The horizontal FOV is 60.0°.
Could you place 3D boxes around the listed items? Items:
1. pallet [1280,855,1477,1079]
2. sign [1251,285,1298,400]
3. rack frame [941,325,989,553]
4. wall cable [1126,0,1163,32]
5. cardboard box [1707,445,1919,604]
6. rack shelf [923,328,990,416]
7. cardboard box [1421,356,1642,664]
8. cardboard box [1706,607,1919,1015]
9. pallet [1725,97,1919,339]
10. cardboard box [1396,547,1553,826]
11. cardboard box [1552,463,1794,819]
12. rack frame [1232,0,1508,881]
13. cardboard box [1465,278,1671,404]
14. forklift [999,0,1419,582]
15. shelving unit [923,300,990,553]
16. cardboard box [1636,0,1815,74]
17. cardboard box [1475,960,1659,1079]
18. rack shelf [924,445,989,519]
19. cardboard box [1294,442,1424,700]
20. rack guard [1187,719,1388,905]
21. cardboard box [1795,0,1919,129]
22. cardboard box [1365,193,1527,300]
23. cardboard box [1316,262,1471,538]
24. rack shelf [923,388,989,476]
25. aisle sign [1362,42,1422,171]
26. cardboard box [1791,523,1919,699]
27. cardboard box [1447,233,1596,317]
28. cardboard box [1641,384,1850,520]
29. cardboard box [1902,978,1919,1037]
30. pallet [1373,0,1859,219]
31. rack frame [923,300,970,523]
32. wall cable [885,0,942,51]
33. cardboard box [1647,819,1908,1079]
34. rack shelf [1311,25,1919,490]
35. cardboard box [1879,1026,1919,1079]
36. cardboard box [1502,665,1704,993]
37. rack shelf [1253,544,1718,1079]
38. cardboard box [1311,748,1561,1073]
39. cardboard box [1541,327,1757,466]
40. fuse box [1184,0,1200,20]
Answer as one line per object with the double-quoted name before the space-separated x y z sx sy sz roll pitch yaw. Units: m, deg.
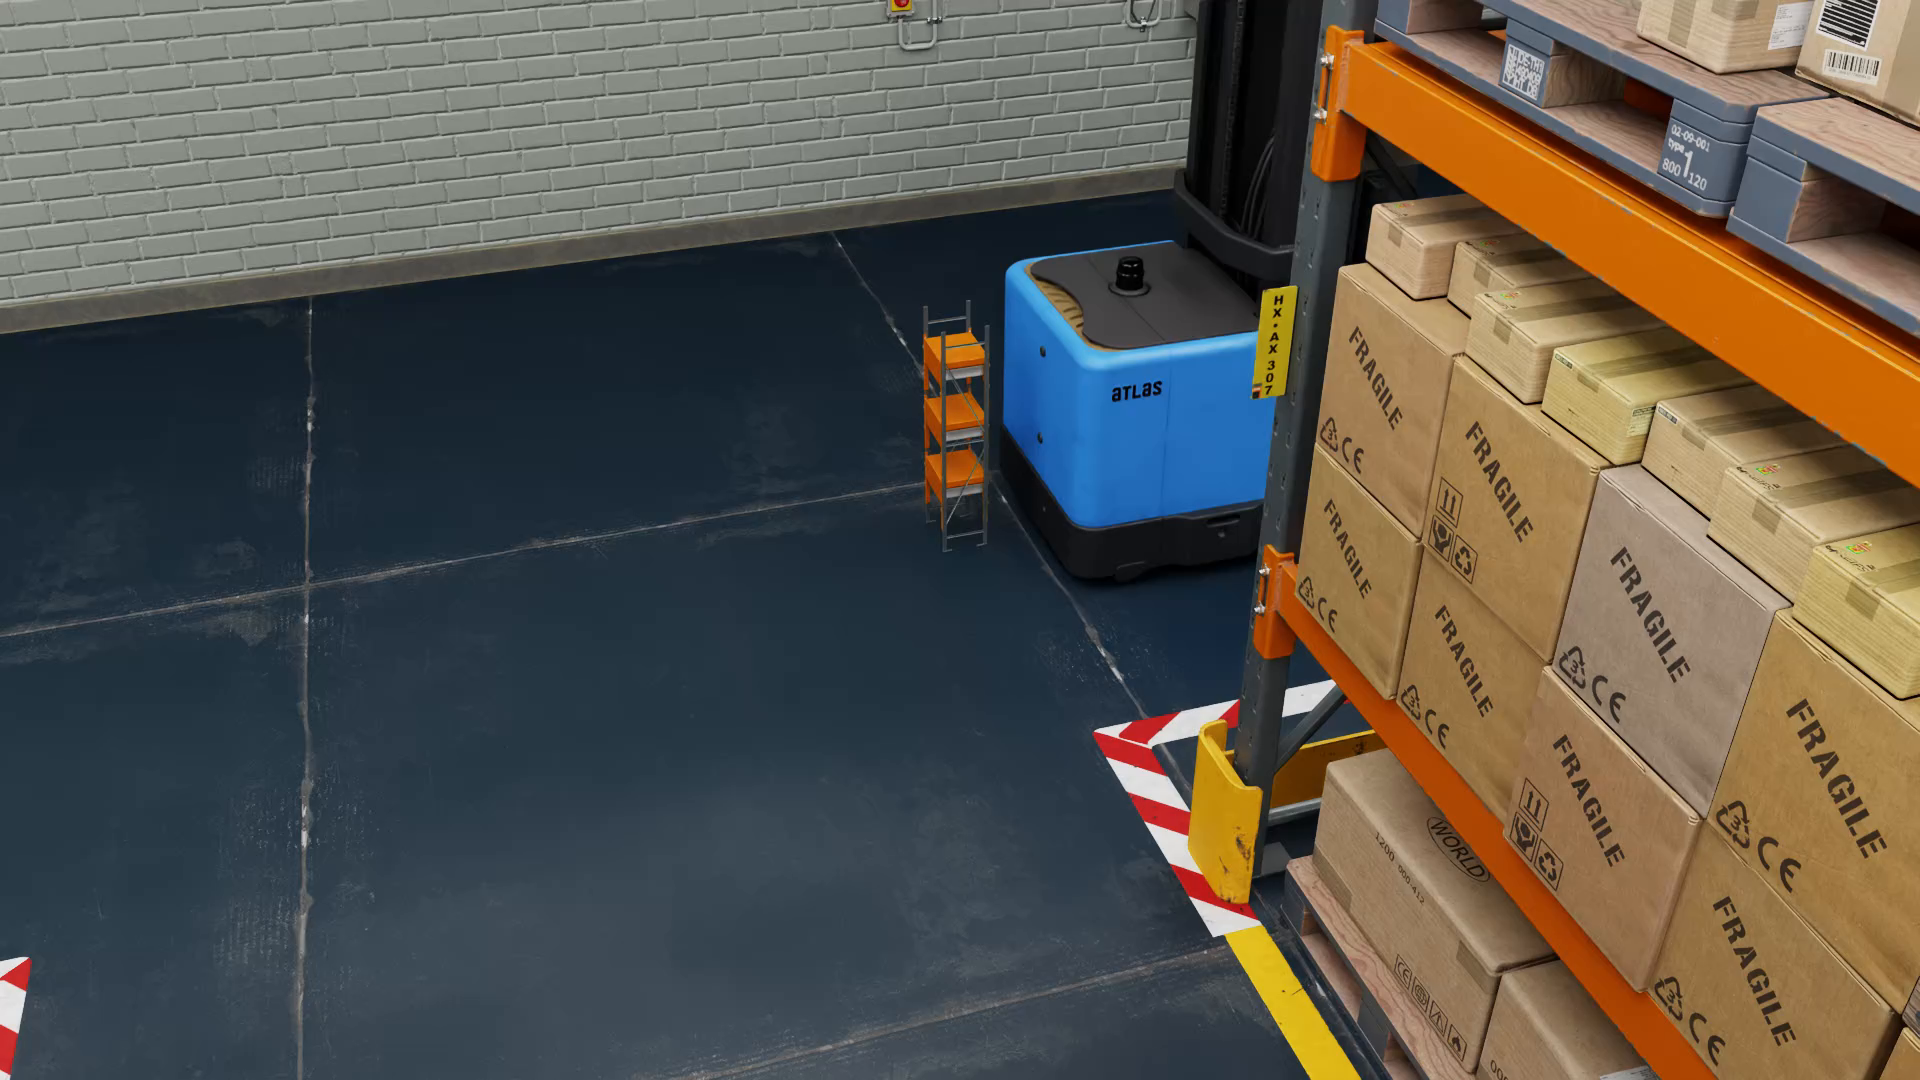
"pallet" 1.693 1.346 5.022 1.003 0.211 1.213 -10 35 -15
"sign" 0.844 -0.528 4.471 0.100 0.325 0.005 -10 35 -15
"rack frame" 0.021 -0.402 6.906 0.200 1.050 0.008 -10 35 -15
"wall cable" 0.980 -3.849 9.433 0.588 1.984 0.122 -10 35 -15
"cardboard box" 1.601 -0.037 2.999 0.380 0.149 0.250 -10 35 -14
"rack shelf" -0.016 -0.694 6.852 0.215 0.259 0.240 -10 35 -15
"cardboard box" 1.414 -0.113 3.703 0.500 0.500 0.500 -11 35 -16
"cardboard box" 1.732 0.418 2.899 0.500 0.500 0.500 -10 35 -15
"pallet" 1.987 -0.409 2.508 1.003 0.211 1.213 -10 35 -15
"cardboard box" 1.429 0.295 3.992 0.500 0.500 0.500 -10 35 -15
"cardboard box" 1.579 0.156 3.296 0.500 0.500 0.500 -10 35 -15
"rack frame" 1.375 -0.224 4.868 1.000 3.000 0.127 -10 35 -15
"cardboard box" 1.337 -0.439 3.608 0.380 0.149 0.250 -9 34 -13
"forklift" 1.755 -1.517 6.888 3.031 2.935 1.130 -10 35 -15
"shelving unit" -0.016 -0.466 7.003 0.215 1.050 0.252 -10 35 -15
"cardboard box" 1.488 -0.978 3.044 0.380 0.149 0.250 -9 34 -13
"cardboard box" 1.959 1.478 4.235 0.875 0.438 0.875 -9 35 -13
"rack shelf" -0.016 -0.225 7.162 0.215 0.259 0.240 -10 35 -15
"cardboard box" 1.248 0.034 4.386 0.500 0.500 0.500 -10 35 -15
"rack guard" 1.367 0.806 5.577 1.175 0.500 0.348 -10 35 -15
"cardboard box" 1.784 -0.861 2.721 0.500 0.311 0.500 -9 35 -14
"cardboard box" 1.219 -0.721 4.034 0.380 0.149 0.250 -9 35 -14
"cardboard box" 1.250 -0.383 4.111 0.500 0.500 0.500 -11 35 -16
"rack shelf" -0.016 -0.457 7.009 0.215 0.259 0.240 -10 35 -15
"aisle sign" 1.077 -1.298 4.135 0.394 0.787 0.004 -10 35 -15
"cardboard box" 1.652 0.101 2.791 0.380 0.149 0.250 -11 35 -16
"cardboard box" 1.367 -0.595 3.844 0.380 0.149 0.250 -9 35 -14
"cardboard box" 1.565 -0.175 3.208 0.380 0.149 0.250 -10 35 -14
"cardboard box" 1.877 0.682 2.499 0.500 0.500 0.500 -10 35 -14
"pallet" 1.611 -1.051 3.479 1.003 0.211 1.213 -10 35 -15
"rack frame" -0.054 -0.530 7.100 0.200 1.050 0.008 -10 35 -15
"wall cable" -0.367 -3.618 9.054 0.585 1.953 0.123 -10 35 -15
"cardboard box" 1.735 0.826 3.189 0.500 0.500 0.500 -9 34 -13
"rack shelf" 1.985 -0.125 2.651 1.077 0.370 4.000 -10 35 -15
"cardboard box" 1.881 1.103 2.769 0.500 0.500 0.500 -11 35 -15
"cardboard box" 1.567 0.565 3.583 0.500 0.500 0.500 -10 35 -15
"rack shelf" 1.985 1.126 3.478 1.077 0.370 4.000 -10 35 -15
"cardboard box" 1.671 0.999 4.960 0.875 0.438 0.875 -11 35 -16
"cardboard box" 1.435 -0.304 3.403 0.380 0.149 0.250 -11 35 -16
"fuse box" 1.678 -2.920 10.117 0.539 1.711 0.414 -10 35 -15
